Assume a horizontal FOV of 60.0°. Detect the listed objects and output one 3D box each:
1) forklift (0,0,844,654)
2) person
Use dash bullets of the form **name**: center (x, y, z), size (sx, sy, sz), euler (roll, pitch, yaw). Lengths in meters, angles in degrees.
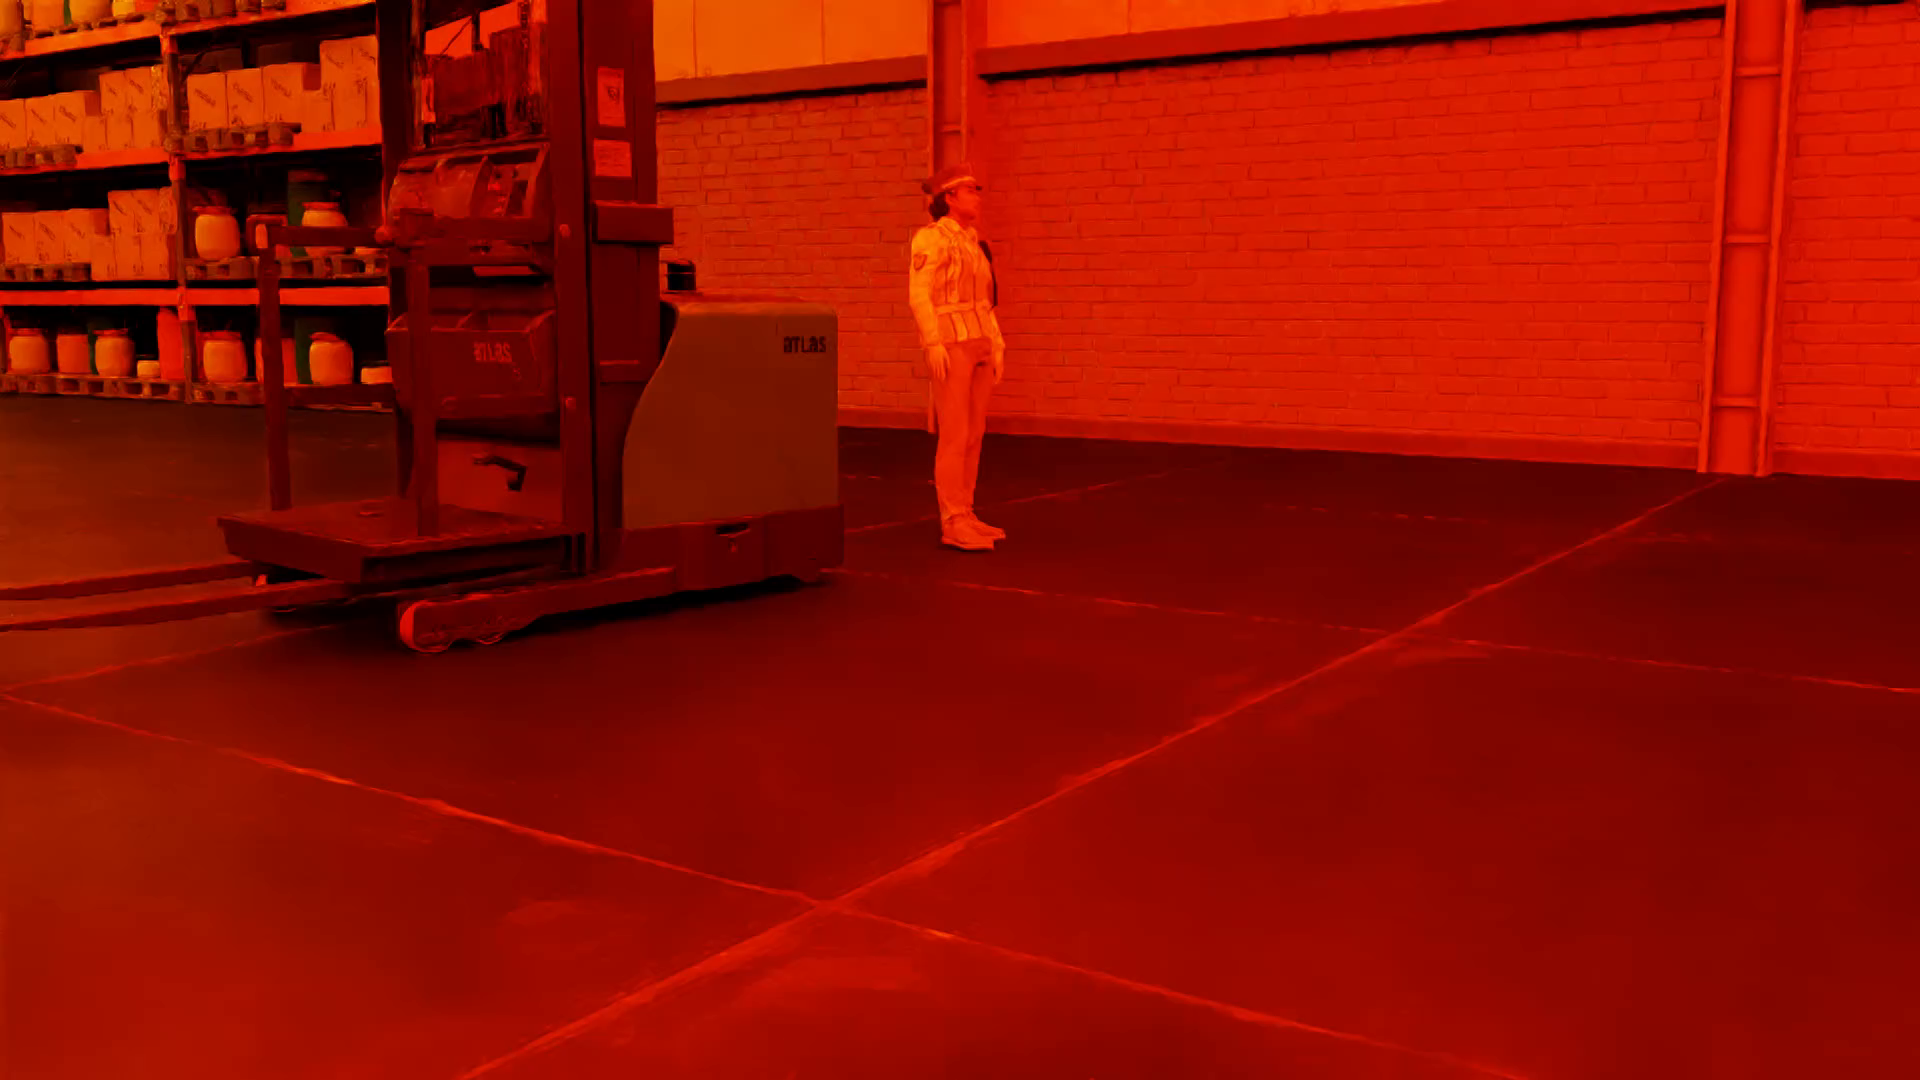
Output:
- **forklift**: center (-1.820, -1.180, 5.493), size (1.130, 2.935, 3.031), euler (7, 11, 42)
- **person**: center (0.052, -0.840, 7.440), size (0.532, 1.695, 0.586), euler (5, 10, 34)
